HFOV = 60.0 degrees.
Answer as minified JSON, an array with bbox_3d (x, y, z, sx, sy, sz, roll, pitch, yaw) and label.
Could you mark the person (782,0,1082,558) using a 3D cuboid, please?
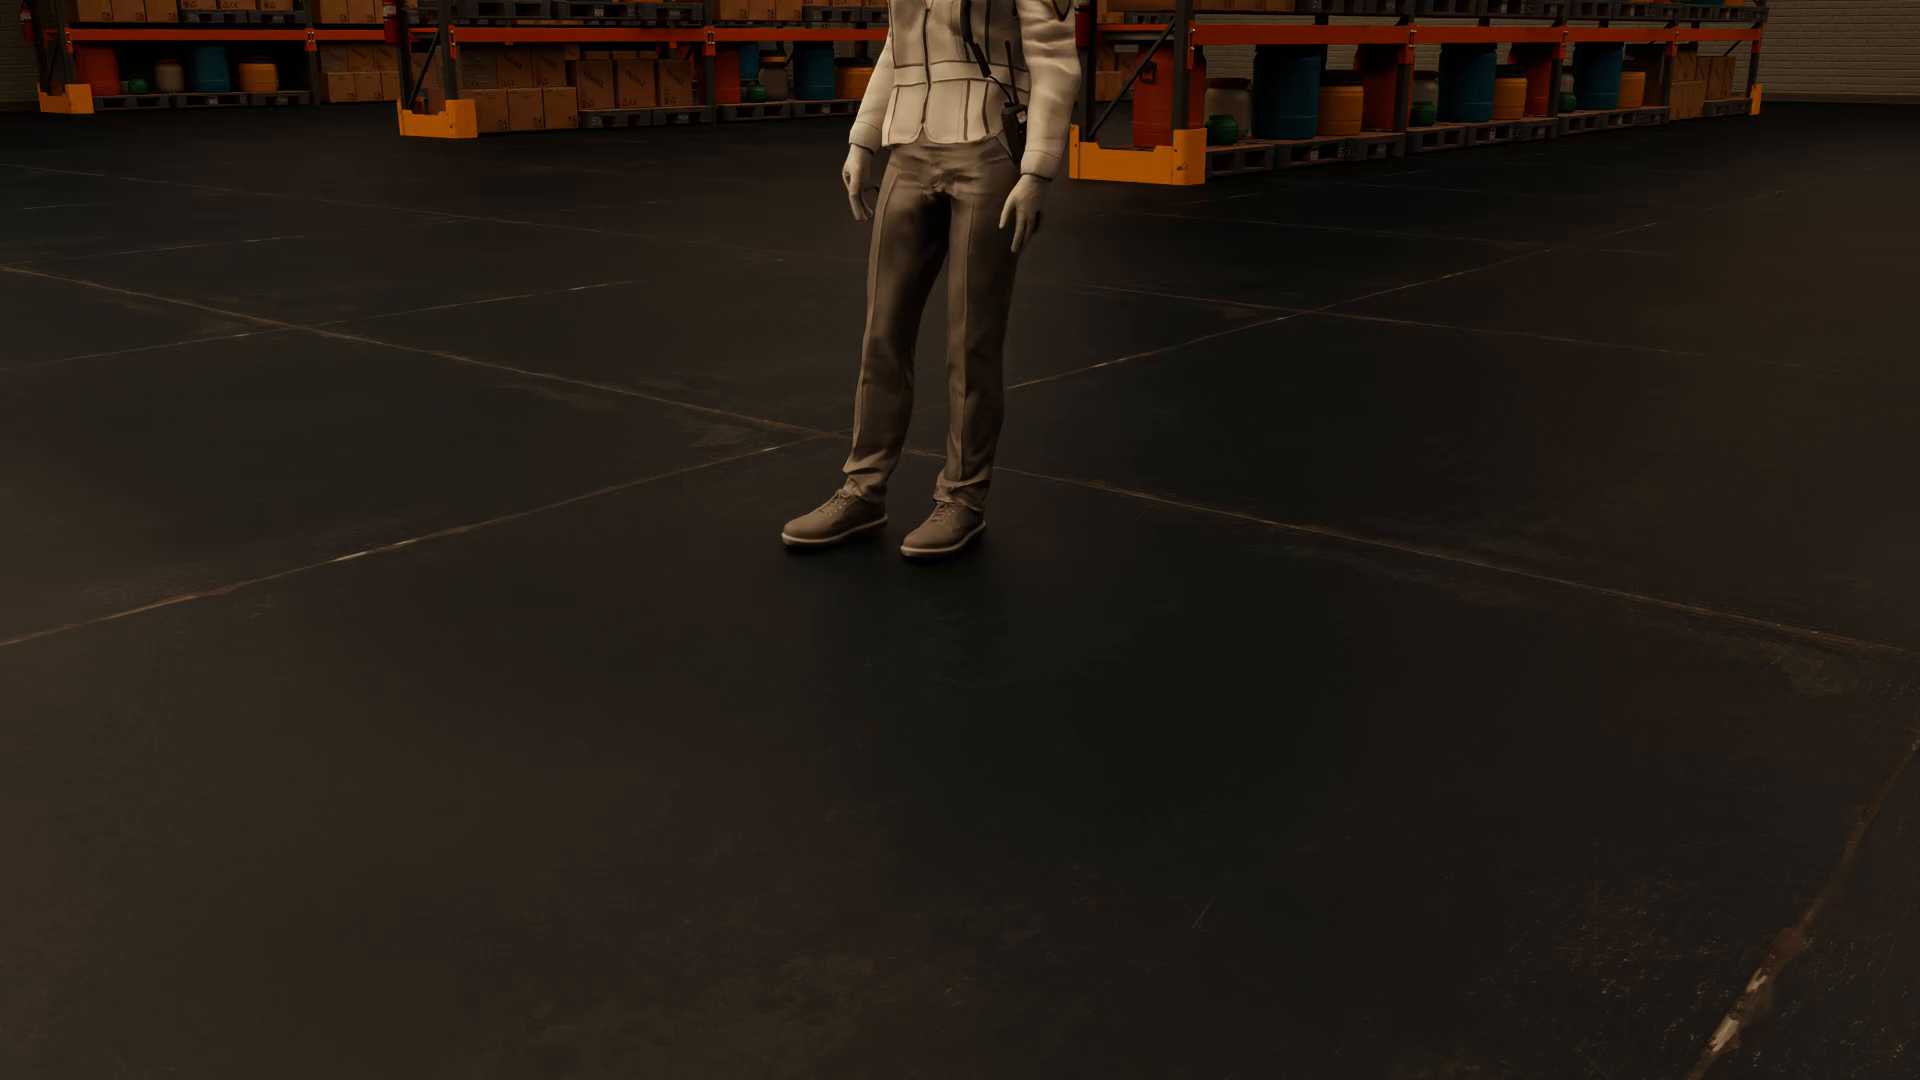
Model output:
[{"bbox_3d":[-0.049,-0.804,3.647,0.588,1.695,0.531,13,21,37],"label":"person"}]
